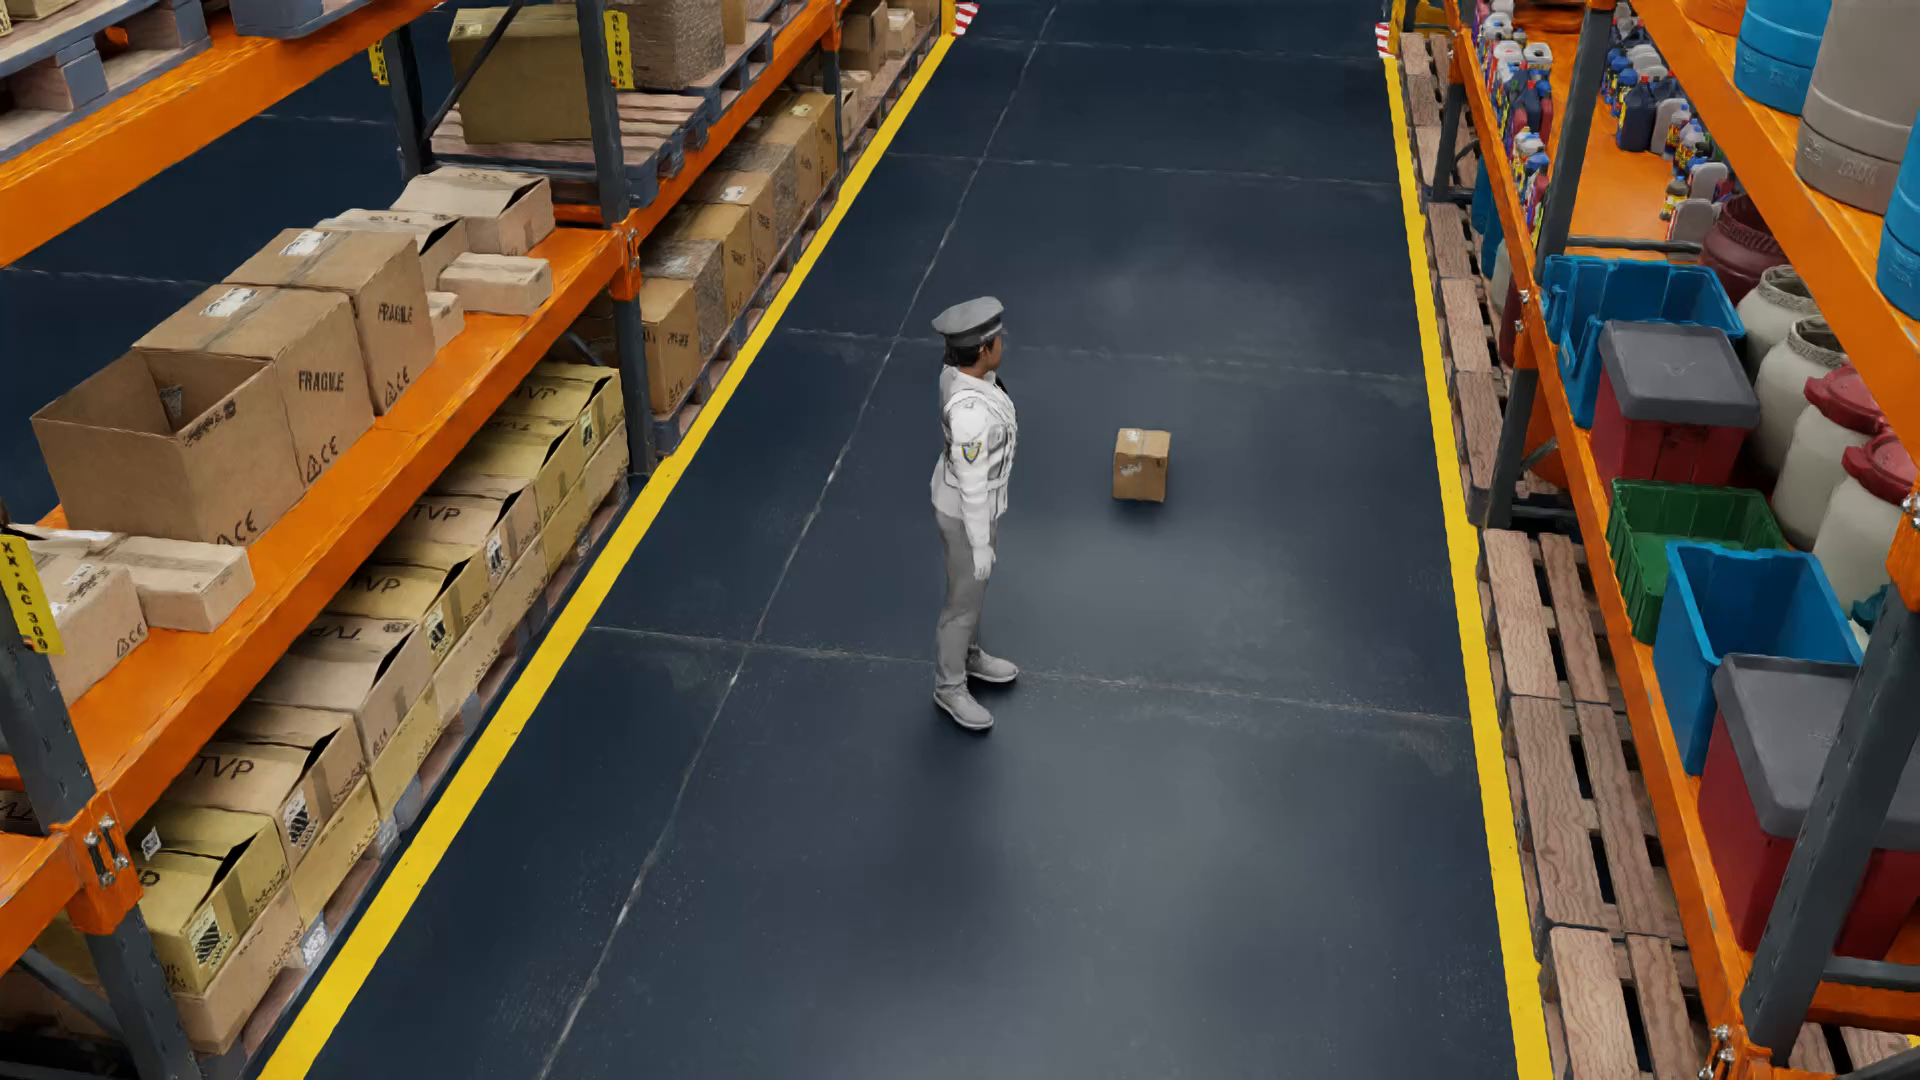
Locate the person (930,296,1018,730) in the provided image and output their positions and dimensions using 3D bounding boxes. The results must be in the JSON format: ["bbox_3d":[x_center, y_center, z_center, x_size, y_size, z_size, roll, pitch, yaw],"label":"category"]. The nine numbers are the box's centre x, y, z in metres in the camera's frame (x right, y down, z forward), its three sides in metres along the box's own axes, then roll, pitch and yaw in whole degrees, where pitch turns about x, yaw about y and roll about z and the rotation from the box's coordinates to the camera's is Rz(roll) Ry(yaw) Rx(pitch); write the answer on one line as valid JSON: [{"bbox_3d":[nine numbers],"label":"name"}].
[{"bbox_3d":[0.060,-0.111,6.254,0.344,1.686,0.545,0,33,0],"label":"person"}]
